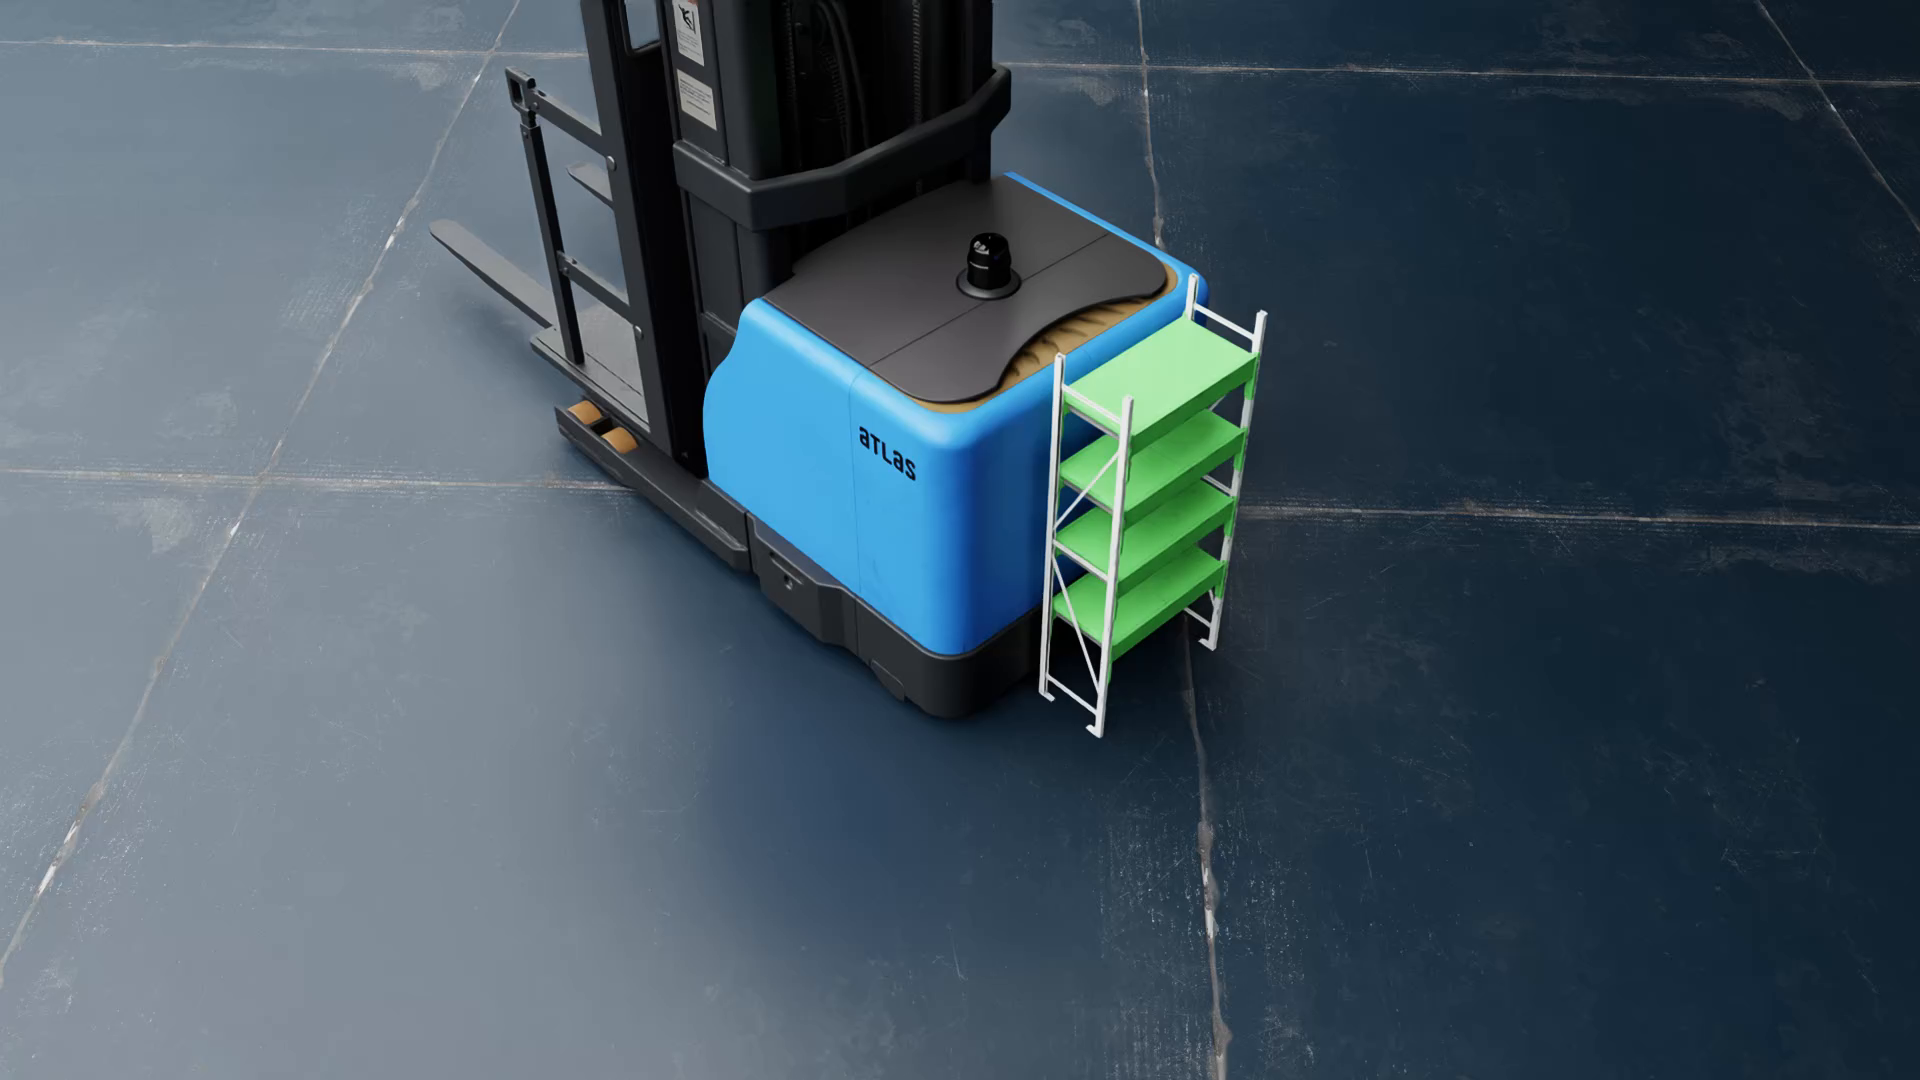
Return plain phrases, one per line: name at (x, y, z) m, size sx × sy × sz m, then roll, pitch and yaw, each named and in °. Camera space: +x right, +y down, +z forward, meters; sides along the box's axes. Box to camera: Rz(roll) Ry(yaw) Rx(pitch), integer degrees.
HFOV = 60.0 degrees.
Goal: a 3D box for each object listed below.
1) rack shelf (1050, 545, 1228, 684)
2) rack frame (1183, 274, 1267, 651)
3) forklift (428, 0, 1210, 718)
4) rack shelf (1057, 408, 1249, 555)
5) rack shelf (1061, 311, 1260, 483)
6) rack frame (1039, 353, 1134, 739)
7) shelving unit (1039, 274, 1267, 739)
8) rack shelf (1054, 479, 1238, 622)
rack shelf at (0.491, 0.163, 4.641) m, size 0.480 × 0.148 × 0.258 m, roll -33°, pitch 52°, yaw -30°
rack frame at (0.668, -0.174, 4.557) m, size 0.015 × 1.200 × 0.240 m, roll -33°, pitch 52°, yaw -30°
forklift at (-0.693, -1.489, 4.698) m, size 1.130 × 2.935 × 3.031 m, roll -33°, pitch 52°, yaw -30°
rack shelf at (0.491, -0.188, 4.314) m, size 0.480 × 0.148 × 0.258 m, roll -33°, pitch 52°, yaw -30°
rack shelf at (0.491, -0.364, 4.150) m, size 0.480 × 0.148 × 0.258 m, roll -33°, pitch 52°, yaw -30°
rack frame at (0.314, 0.055, 4.311) m, size 0.015 × 1.200 × 0.240 m, roll -33°, pitch 52°, yaw -30°
shelving unit at (0.491, -0.060, 4.434) m, size 0.503 × 1.200 × 0.258 m, roll -33°, pitch 52°, yaw -30°
rack shelf at (0.491, -0.013, 4.477) m, size 0.480 × 0.148 × 0.258 m, roll -33°, pitch 52°, yaw -30°
